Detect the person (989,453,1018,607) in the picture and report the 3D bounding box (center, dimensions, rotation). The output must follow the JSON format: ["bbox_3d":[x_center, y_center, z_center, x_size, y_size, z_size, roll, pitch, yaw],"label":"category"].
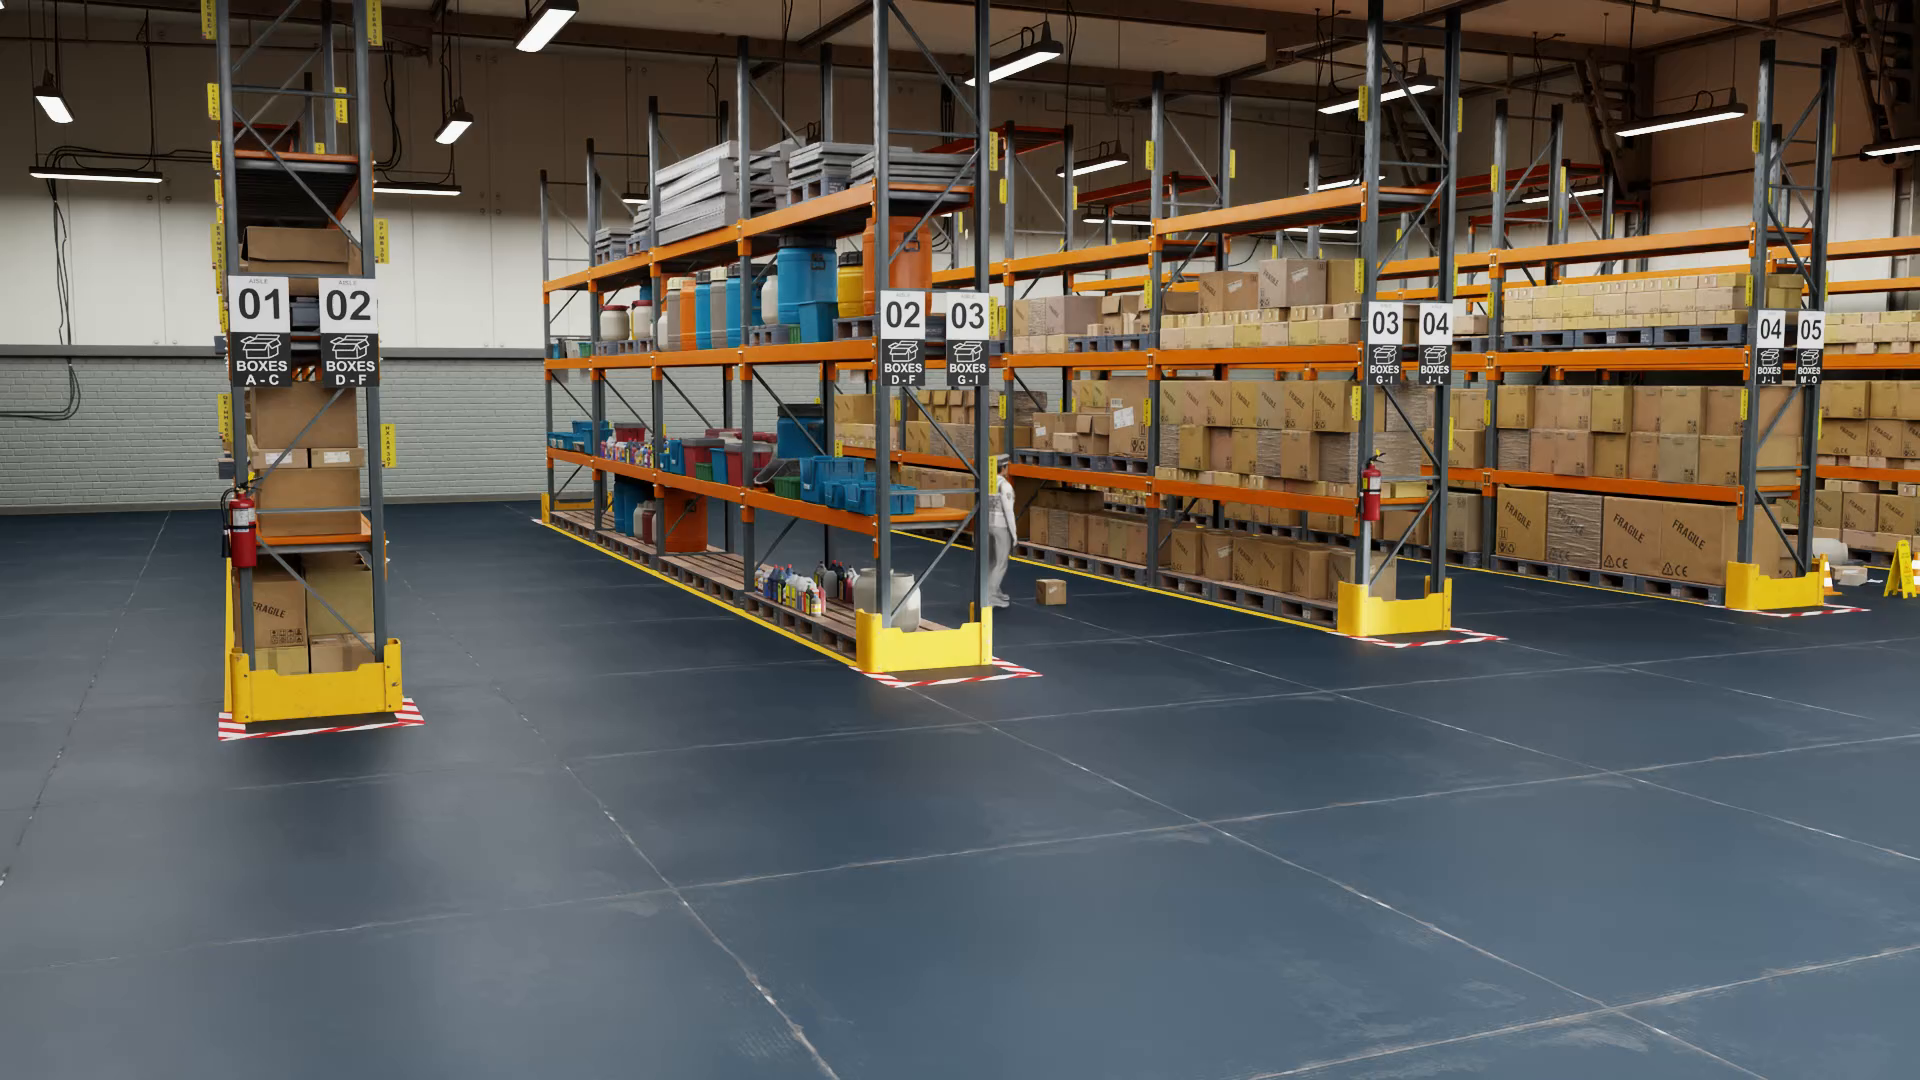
[{"bbox_3d":[0.422,-0.111,18.040,0.715,1.651,0.635,-4,7,-38],"label":"person"}]
